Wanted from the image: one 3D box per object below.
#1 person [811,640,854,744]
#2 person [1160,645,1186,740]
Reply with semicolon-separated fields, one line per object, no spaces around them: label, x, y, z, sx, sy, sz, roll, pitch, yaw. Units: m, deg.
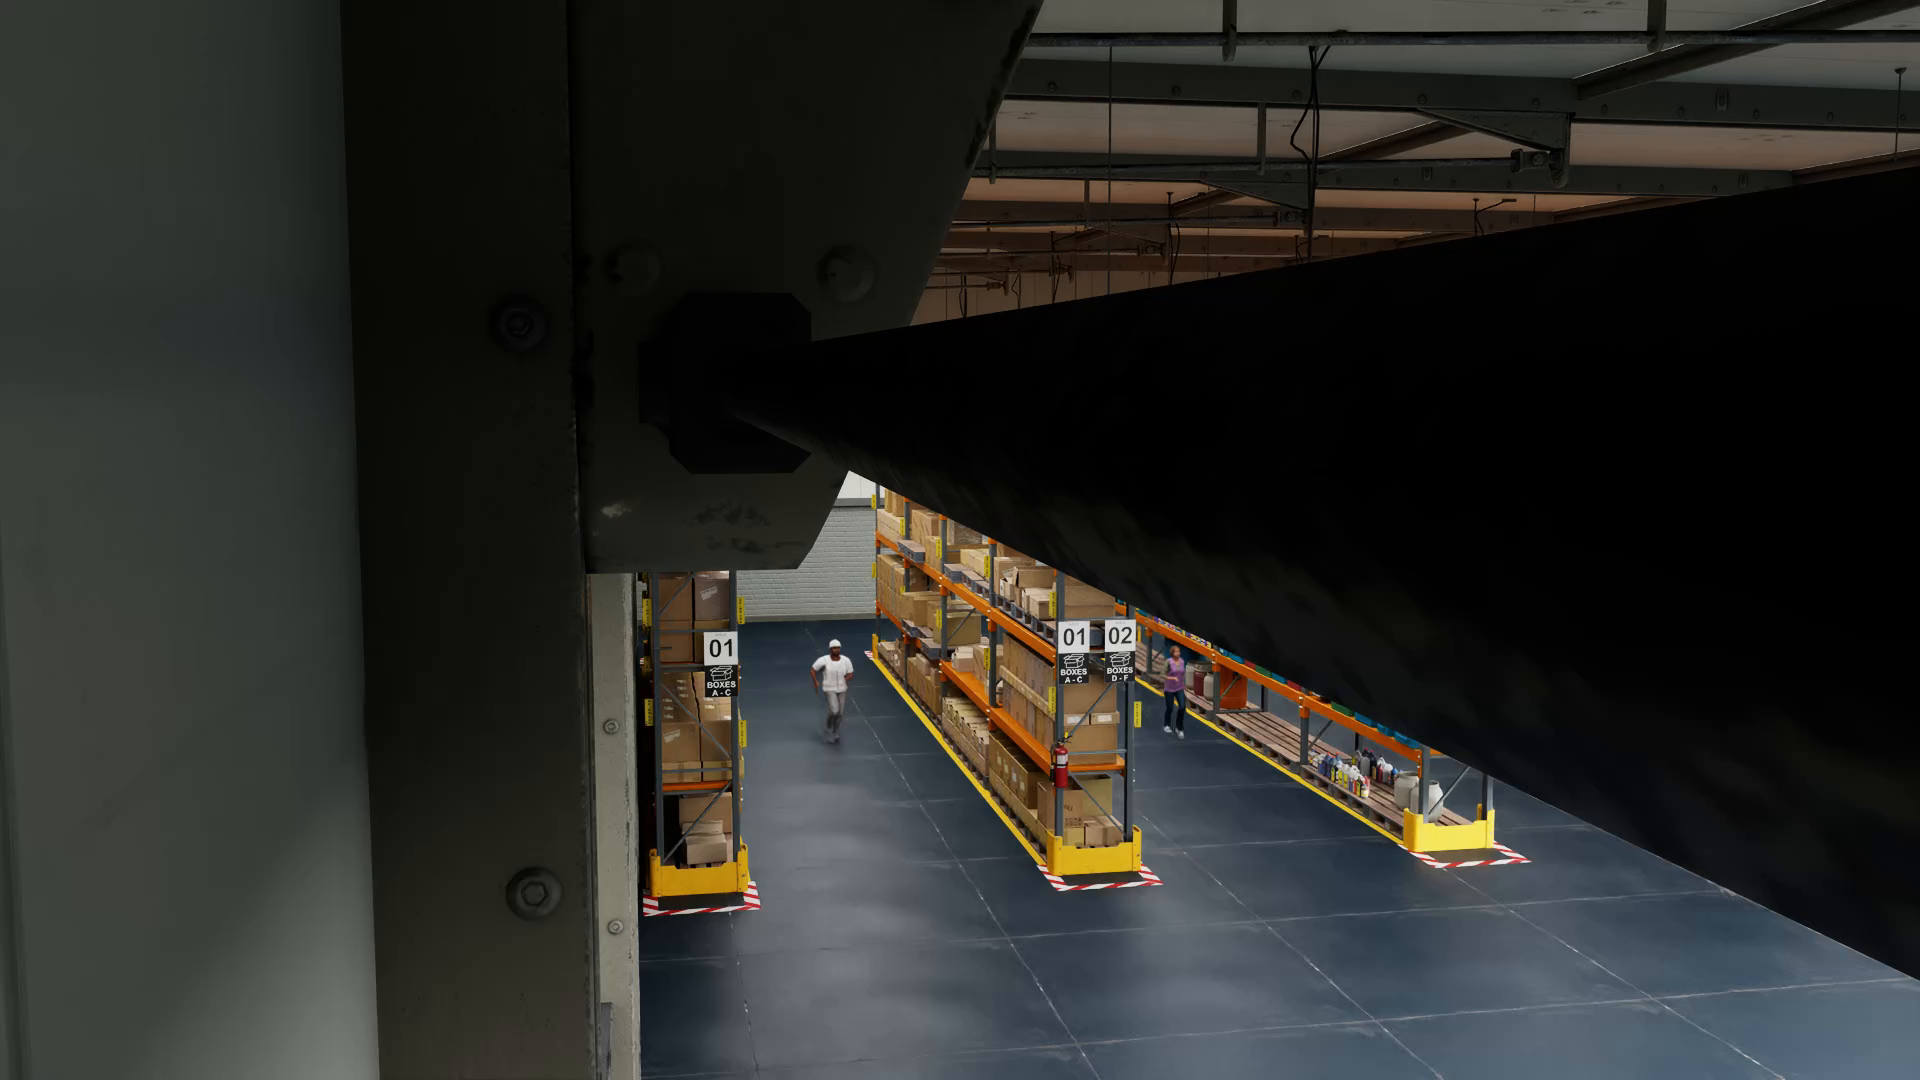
person;-2.112;2.567;28.154;0.675;1.757;0.688;-3;7;-26
person;3.674;2.623;28.594;0.526;1.625;0.705;-1;6;-14
